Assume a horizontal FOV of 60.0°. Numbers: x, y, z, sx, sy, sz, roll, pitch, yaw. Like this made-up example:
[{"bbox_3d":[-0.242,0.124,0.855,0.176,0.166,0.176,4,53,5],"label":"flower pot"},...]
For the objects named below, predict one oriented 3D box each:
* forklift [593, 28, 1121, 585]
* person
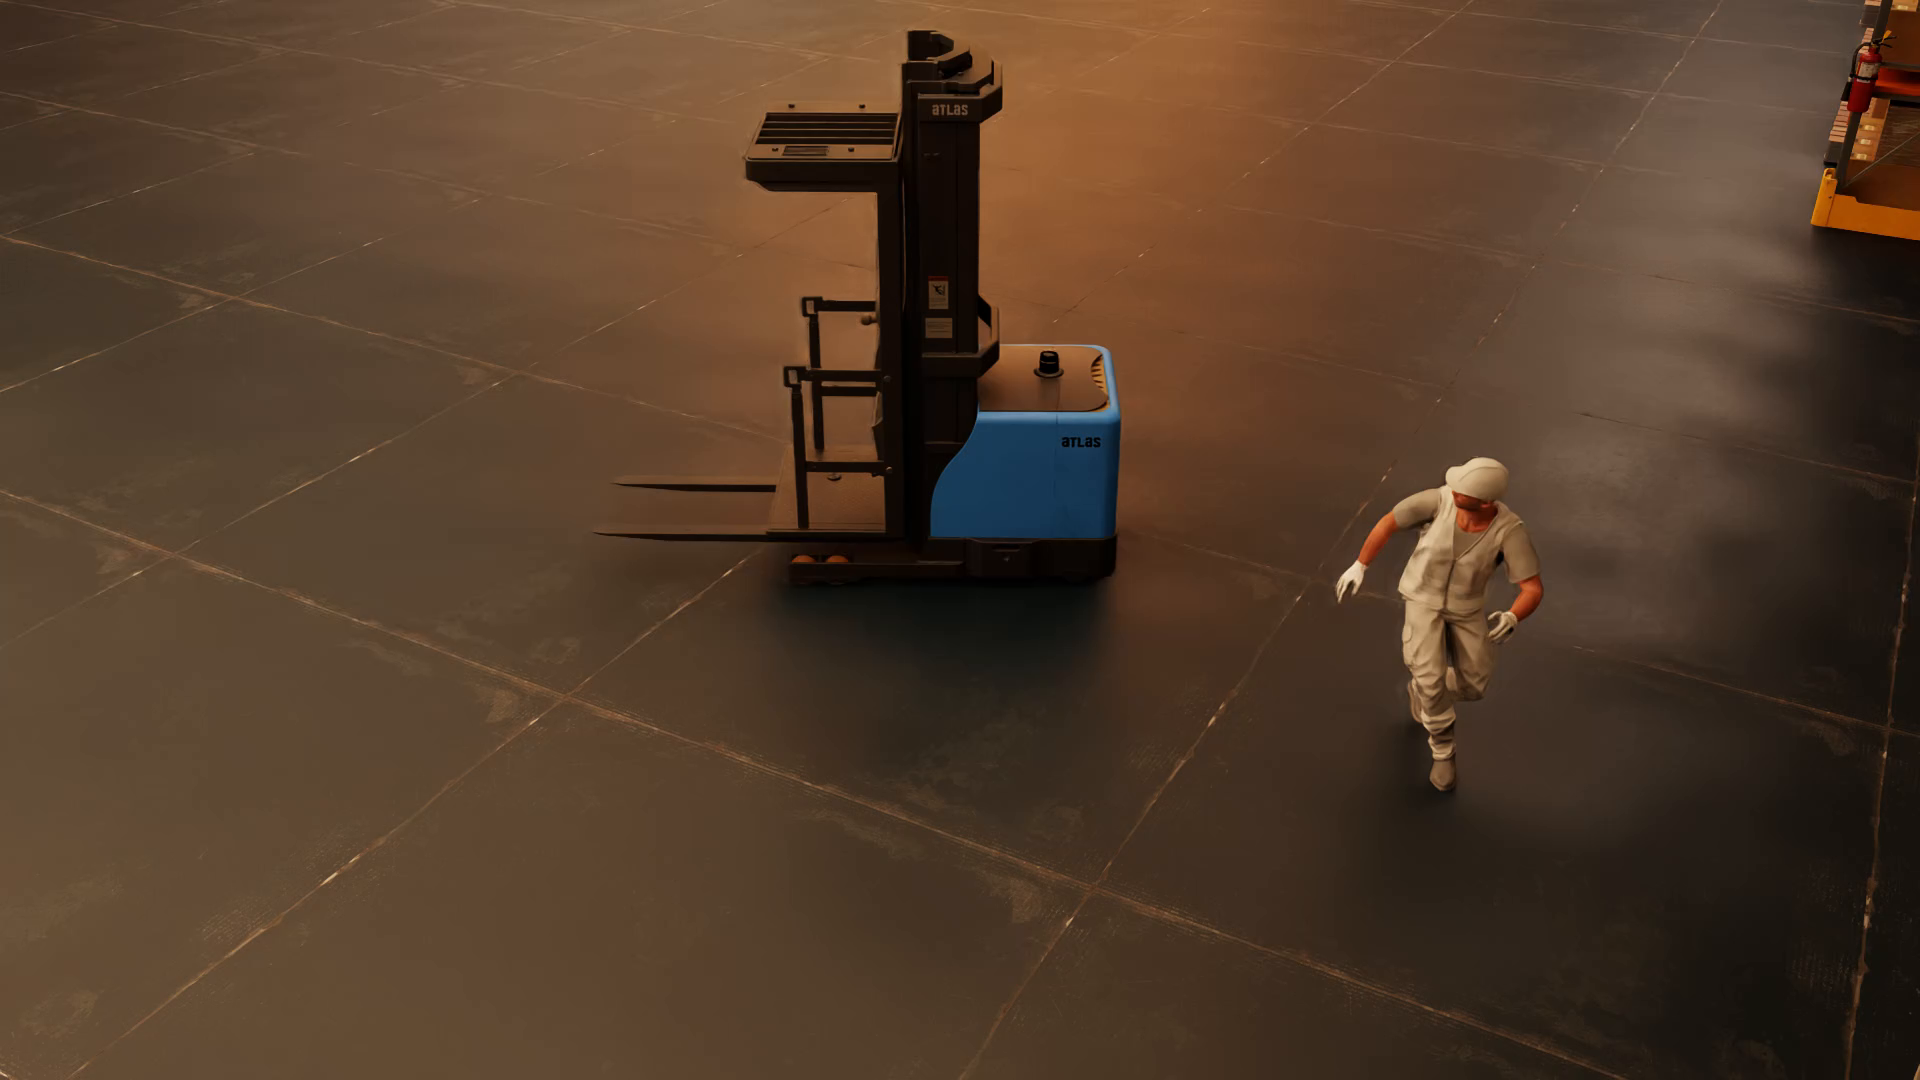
[{"bbox_3d":[-0.610,-1.275,9.279,3.031,2.935,1.130,0,30,1],"label":"forklift"},{"bbox_3d":[2.213,0.349,7.761,0.894,1.643,0.855,4,30,8],"label":"person"}]
